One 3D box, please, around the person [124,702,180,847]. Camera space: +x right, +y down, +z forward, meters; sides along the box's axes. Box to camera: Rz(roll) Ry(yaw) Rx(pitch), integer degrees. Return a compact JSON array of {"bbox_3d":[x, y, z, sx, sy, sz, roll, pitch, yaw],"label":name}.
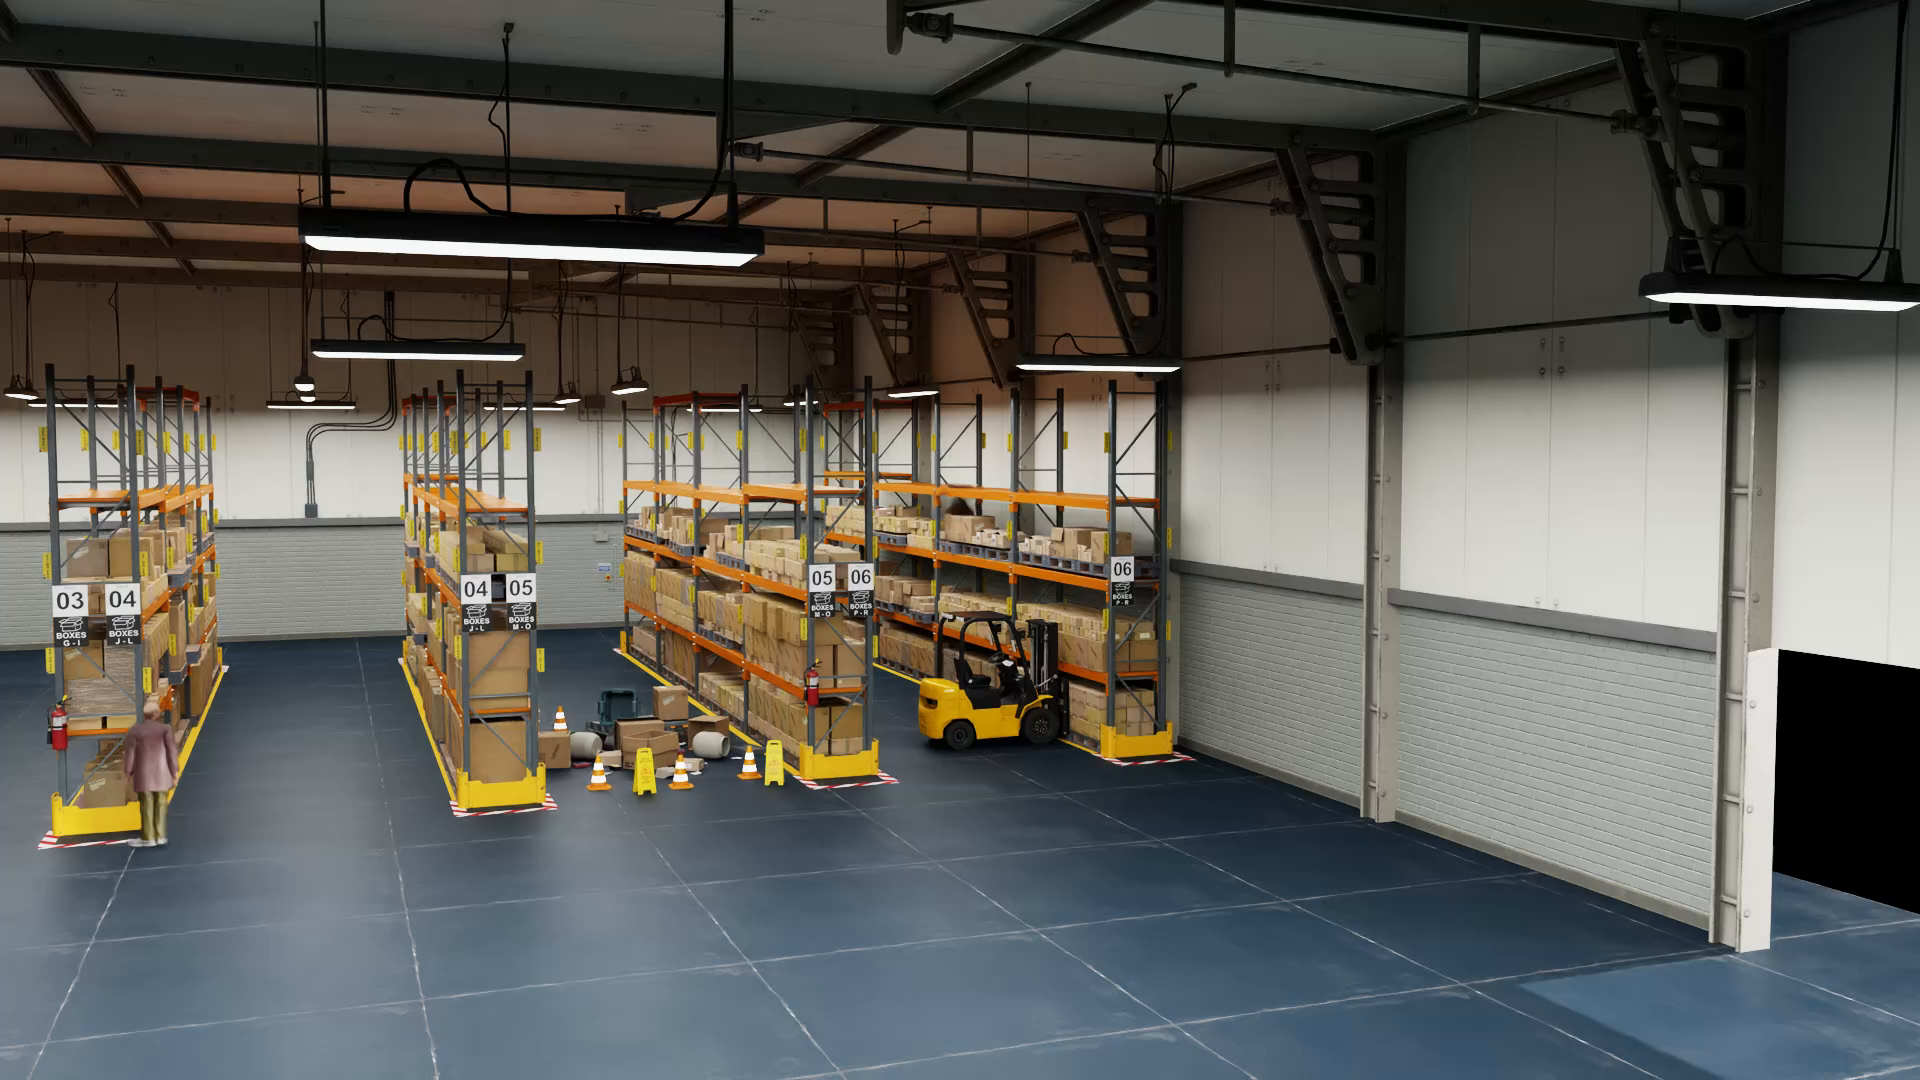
[{"bbox_3d":[-10.030,2.909,20.647,0.648,1.805,0.442,-1,3,-16],"label":"person"}]
